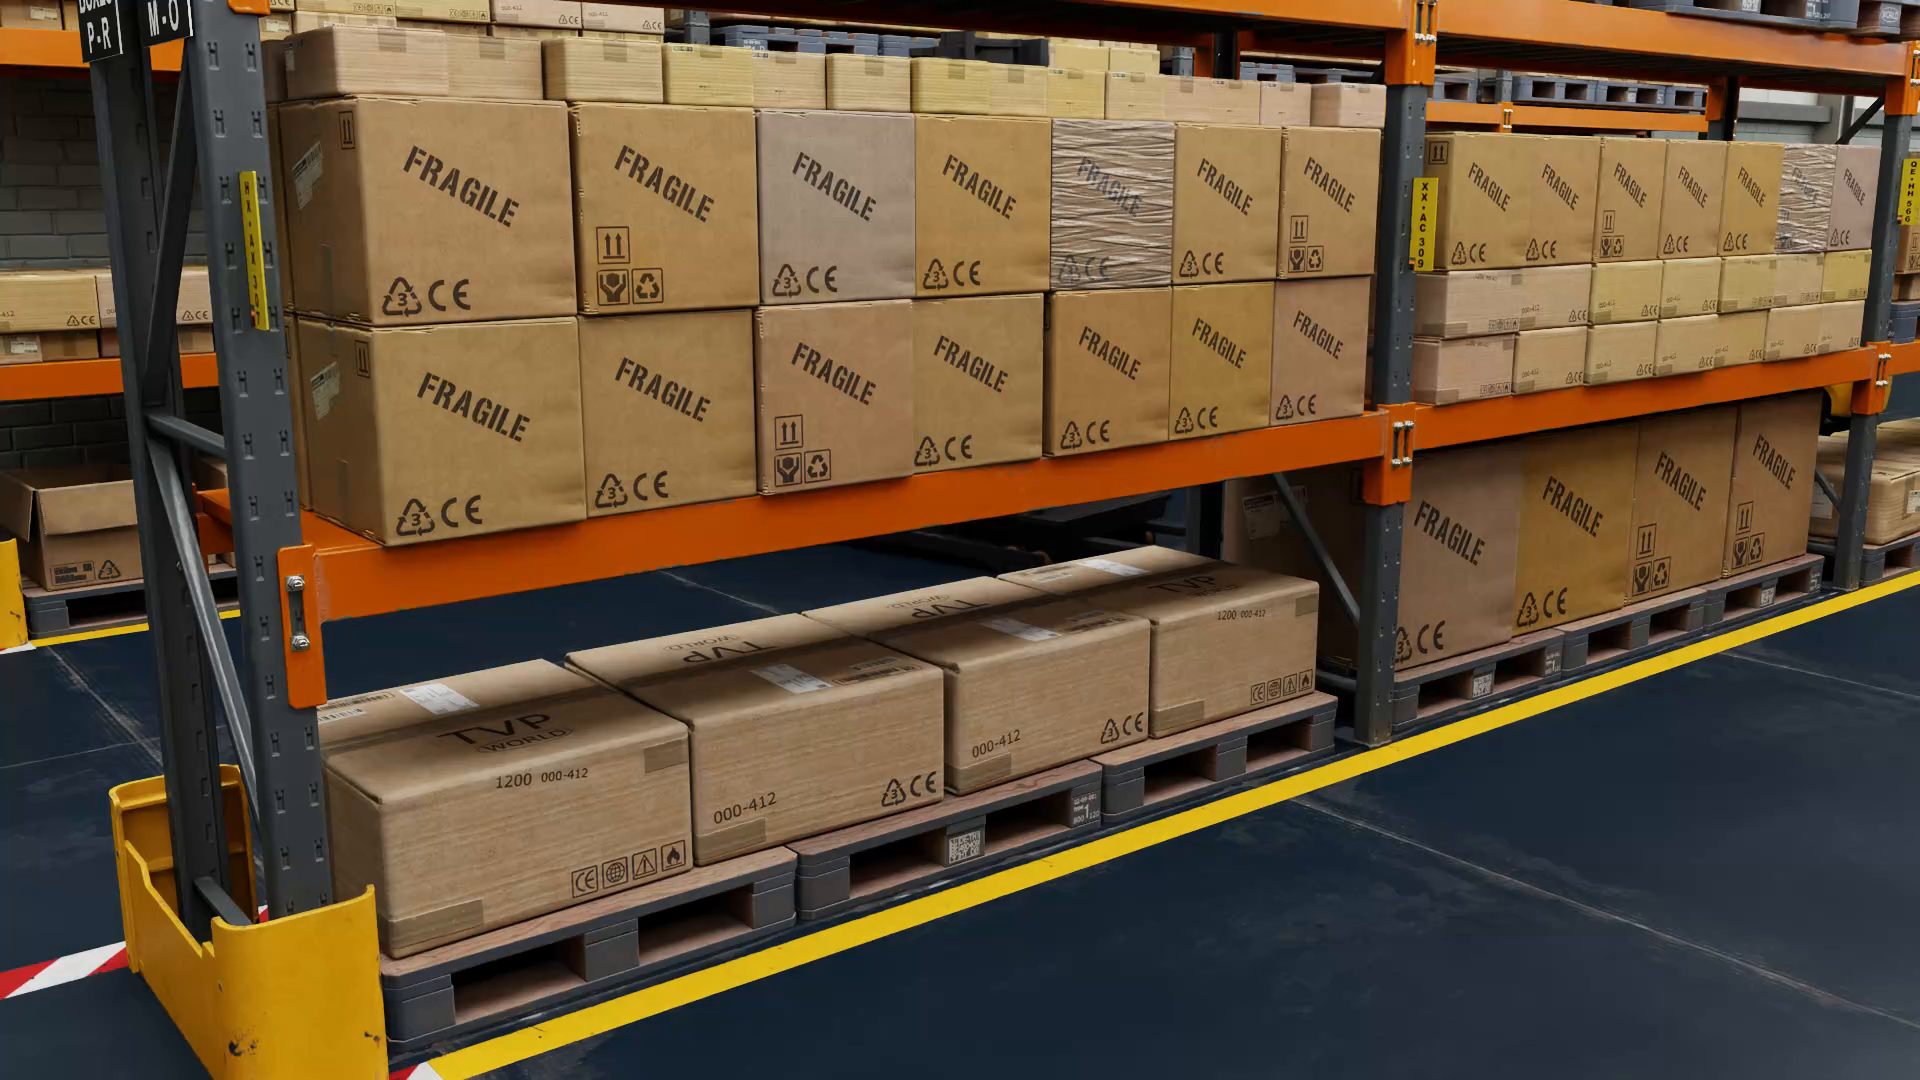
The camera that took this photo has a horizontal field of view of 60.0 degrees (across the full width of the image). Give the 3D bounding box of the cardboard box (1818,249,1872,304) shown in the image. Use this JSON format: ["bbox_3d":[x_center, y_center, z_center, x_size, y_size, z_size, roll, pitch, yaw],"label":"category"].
[{"bbox_3d":[4.208,-1.338,8.367,0.500,0.250,0.500,-10,15,-38],"label":"cardboard box"}]

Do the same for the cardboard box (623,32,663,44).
[{"bbox_3d":[-1.896,-2.807,9.508,0.250,0.149,0.380,-10,15,-38],"label":"cardboard box"}]

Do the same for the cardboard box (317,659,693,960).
[{"bbox_3d":[-1.367,0.713,4.707,0.875,0.438,0.875,-10,16,-40],"label":"cardboard box"}]

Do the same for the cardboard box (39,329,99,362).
[{"bbox_3d":[-4.325,-0.954,8.002,0.250,0.149,0.380,-9,15,-36],"label":"cardboard box"}]

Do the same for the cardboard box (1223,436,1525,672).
[{"bbox_3d":[1.738,-0.012,7.067,0.875,0.875,0.875,-9,15,-36],"label":"cardboard box"}]

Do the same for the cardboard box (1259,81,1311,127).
[{"bbox_3d":[0.989,-1.499,5.758,0.250,0.149,0.380,-9,15,-36],"label":"cardboard box"}]

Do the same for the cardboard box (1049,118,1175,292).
[{"bbox_3d":[0.315,-1.052,5.214,0.500,0.500,0.500,-9,15,-37],"label":"cardboard box"}]

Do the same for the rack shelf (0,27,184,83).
[{"bbox_3d":[-3.361,-2.413,8.780,4.000,0.370,1.077,-9,15,-38],"label":"rack shelf"}]

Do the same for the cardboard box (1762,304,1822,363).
[{"bbox_3d":[3.806,-1.021,8.078,0.500,0.250,0.500,-9,15,-37],"label":"cardboard box"}]

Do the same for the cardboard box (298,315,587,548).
[{"bbox_3d":[-1.265,-0.298,4.069,0.500,0.500,0.500,-10,15,-38],"label":"cardboard box"}]

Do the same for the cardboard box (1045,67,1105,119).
[{"bbox_3d":[0.225,-1.360,5.104,0.250,0.149,0.380,-10,15,-39],"label":"cardboard box"}]

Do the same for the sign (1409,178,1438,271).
[{"bbox_3d":[1.652,-1.125,5.928,0.005,0.325,0.100,-9,15,-38],"label":"sign"}]

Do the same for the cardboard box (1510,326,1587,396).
[{"bbox_3d":[2.216,-0.760,6.850,0.500,0.250,0.500,-10,16,-39],"label":"cardboard box"}]

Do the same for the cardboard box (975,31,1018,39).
[{"bbox_3d":[0.176,-3.417,11.179,0.250,0.149,0.380,-9,15,-36],"label":"cardboard box"}]

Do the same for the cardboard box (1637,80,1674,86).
[{"bbox_3d":[6.515,-4.671,16.190,0.500,0.500,0.700,-9,15,-37],"label":"cardboard box"}]

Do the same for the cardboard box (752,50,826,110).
[{"bbox_3d":[-0.568,-1.230,4.490,0.250,0.149,0.380,-9,15,-37],"label":"cardboard box"}]

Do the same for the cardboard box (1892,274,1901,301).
[{"bbox_3d":[4.797,-1.366,8.933,0.250,0.149,0.380,-11,16,-41],"label":"cardboard box"}]

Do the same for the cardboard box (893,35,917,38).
[{"bbox_3d":[-0.433,-3.415,11.123,0.250,0.149,0.380,-9,15,-37],"label":"cardboard box"}]

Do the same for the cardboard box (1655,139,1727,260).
[{"bbox_3d":[3.000,-1.504,7.342,0.500,0.500,0.500,-10,15,-39],"label":"cardboard box"}]

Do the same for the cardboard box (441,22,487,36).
[{"bbox_3d":[-2.726,-2.681,8.916,0.250,0.149,0.380,-9,15,-36],"label":"cardboard box"}]

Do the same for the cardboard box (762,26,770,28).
[{"bbox_3d":[-1.227,-3.278,10.477,0.250,0.149,0.380,-10,16,-39],"label":"cardboard box"}]

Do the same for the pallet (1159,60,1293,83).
[{"bbox_3d":[1.798,-3.553,12.874,1.003,0.211,1.213,-9,15,-35],"label":"pallet"}]

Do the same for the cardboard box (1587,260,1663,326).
[{"bbox_3d":[2.624,-1.068,7.095,0.500,0.250,0.500,-9,15,-37],"label":"cardboard box"}]

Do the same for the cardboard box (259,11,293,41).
[{"bbox_3d":[-3.516,-2.547,8.288,0.250,0.149,0.380,-10,15,-38],"label":"cardboard box"}]

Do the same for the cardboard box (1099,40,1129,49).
[{"bbox_3d":[0.983,-3.549,11.802,0.250,0.149,0.380,-10,15,-39],"label":"cardboard box"}]

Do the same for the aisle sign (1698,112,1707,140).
[{"bbox_3d":[7.805,-4.346,17.117,0.004,0.787,0.394,-9,15,-38],"label":"aisle sign"}]

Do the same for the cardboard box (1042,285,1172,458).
[{"bbox_3d":[0.320,-0.564,5.323,0.500,0.500,0.500,-10,15,-38],"label":"cardboard box"}]

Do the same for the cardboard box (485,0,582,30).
[{"bbox_3d":[-2.419,-2.924,9.100,0.500,0.250,0.500,-10,16,-40],"label":"cardboard box"}]

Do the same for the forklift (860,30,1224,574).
[{"bbox_3d":[0.526,-1.331,9.340,3.031,2.935,1.130,10,15,39],"label":"forklift"}]

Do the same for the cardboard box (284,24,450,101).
[{"bbox_3d":[-1.369,-1.090,3.829,0.250,0.149,0.380,-9,15,-36],"label":"cardboard box"}]

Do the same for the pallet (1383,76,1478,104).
[{"bbox_3d":[3.766,-3.852,14.287,1.217,0.209,0.805,-10,16,-40],"label":"pallet"}]

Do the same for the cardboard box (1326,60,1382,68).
[{"bbox_3d":[3.176,-3.902,13.413,0.250,0.149,0.380,-10,15,-38],"label":"cardboard box"}]

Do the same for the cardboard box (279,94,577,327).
[{"bbox_3d":[-1.267,-0.787,3.967,0.500,0.500,0.500,-10,15,-39],"label":"cardboard box"}]

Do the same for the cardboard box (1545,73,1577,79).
[{"bbox_3d":[5.249,-4.341,15.093,0.500,0.311,0.500,-9,15,-37],"label":"cardboard box"}]

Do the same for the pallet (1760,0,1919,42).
[{"bbox_3d":[3.958,-2.554,8.168,1.003,0.211,1.213,-9,15,-35],"label":"pallet"}]

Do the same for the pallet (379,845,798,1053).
[{"bbox_3d":[-1.244,1.014,4.843,1.213,0.211,1.003,-9,15,-38],"label":"pallet"}]

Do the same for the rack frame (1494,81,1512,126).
[{"bbox_3d":[4.447,-2.595,15.127,0.127,3.000,1.000,-9,15,-38],"label":"rack frame"}]

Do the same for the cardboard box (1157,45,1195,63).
[{"bbox_3d":[1.729,-3.860,12.971,0.500,0.250,0.500,-9,15,-38],"label":"cardboard box"}]

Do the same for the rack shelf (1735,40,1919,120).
[{"bbox_3d":[5.989,-2.646,9.879,4.000,0.370,1.077,-9,15,-38],"label":"rack shelf"}]

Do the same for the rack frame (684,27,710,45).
[{"bbox_3d":[-1.800,-1.557,10.239,0.127,3.000,1.000,-9,15,-38],"label":"rack frame"}]

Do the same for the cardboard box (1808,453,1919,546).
[{"bbox_3d":[4.875,-0.263,9.461,0.625,0.372,0.950,-11,16,-41],"label":"cardboard box"}]

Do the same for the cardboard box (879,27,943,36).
[{"bbox_3d":[-0.318,-3.294,10.552,0.250,0.149,0.380,-9,15,-36],"label":"cardboard box"}]

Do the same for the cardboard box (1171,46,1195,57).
[{"bbox_3d":[1.786,-3.679,12.323,0.250,0.166,0.380,-9,15,-38],"label":"cardboard box"}]

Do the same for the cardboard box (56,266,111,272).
[{"bbox_3d":[-4.326,-1.279,8.577,0.500,0.250,0.500,-9,15,-37],"label":"cardboard box"}]

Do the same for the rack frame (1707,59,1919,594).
[{"bbox_3d":[4.427,-1.271,8.894,0.127,3.000,1.000,-9,15,-38],"label":"rack frame"}]

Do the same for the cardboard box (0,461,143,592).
[{"bbox_3d":[-4.386,-0.086,8.311,0.637,0.503,0.797,-10,16,-40],"label":"cardboard box"}]

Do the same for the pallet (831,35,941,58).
[{"bbox_3d":[-0.439,-3.140,10.928,1.003,0.211,1.213,-9,15,-38],"label":"pallet"}]

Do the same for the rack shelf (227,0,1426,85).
[{"bbox_3d":[-0.258,-1.608,4.991,4.000,0.370,1.077,-9,15,-38],"label":"rack shelf"}]

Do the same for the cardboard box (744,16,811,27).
[{"bbox_3d":[-1.094,-3.158,9.910,0.250,0.149,0.380,-9,15,-37],"label":"cardboard box"}]

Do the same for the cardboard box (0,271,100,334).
[{"bbox_3d":[-4.401,-1.125,7.850,0.500,0.250,0.500,-9,15,-37],"label":"cardboard box"}]
